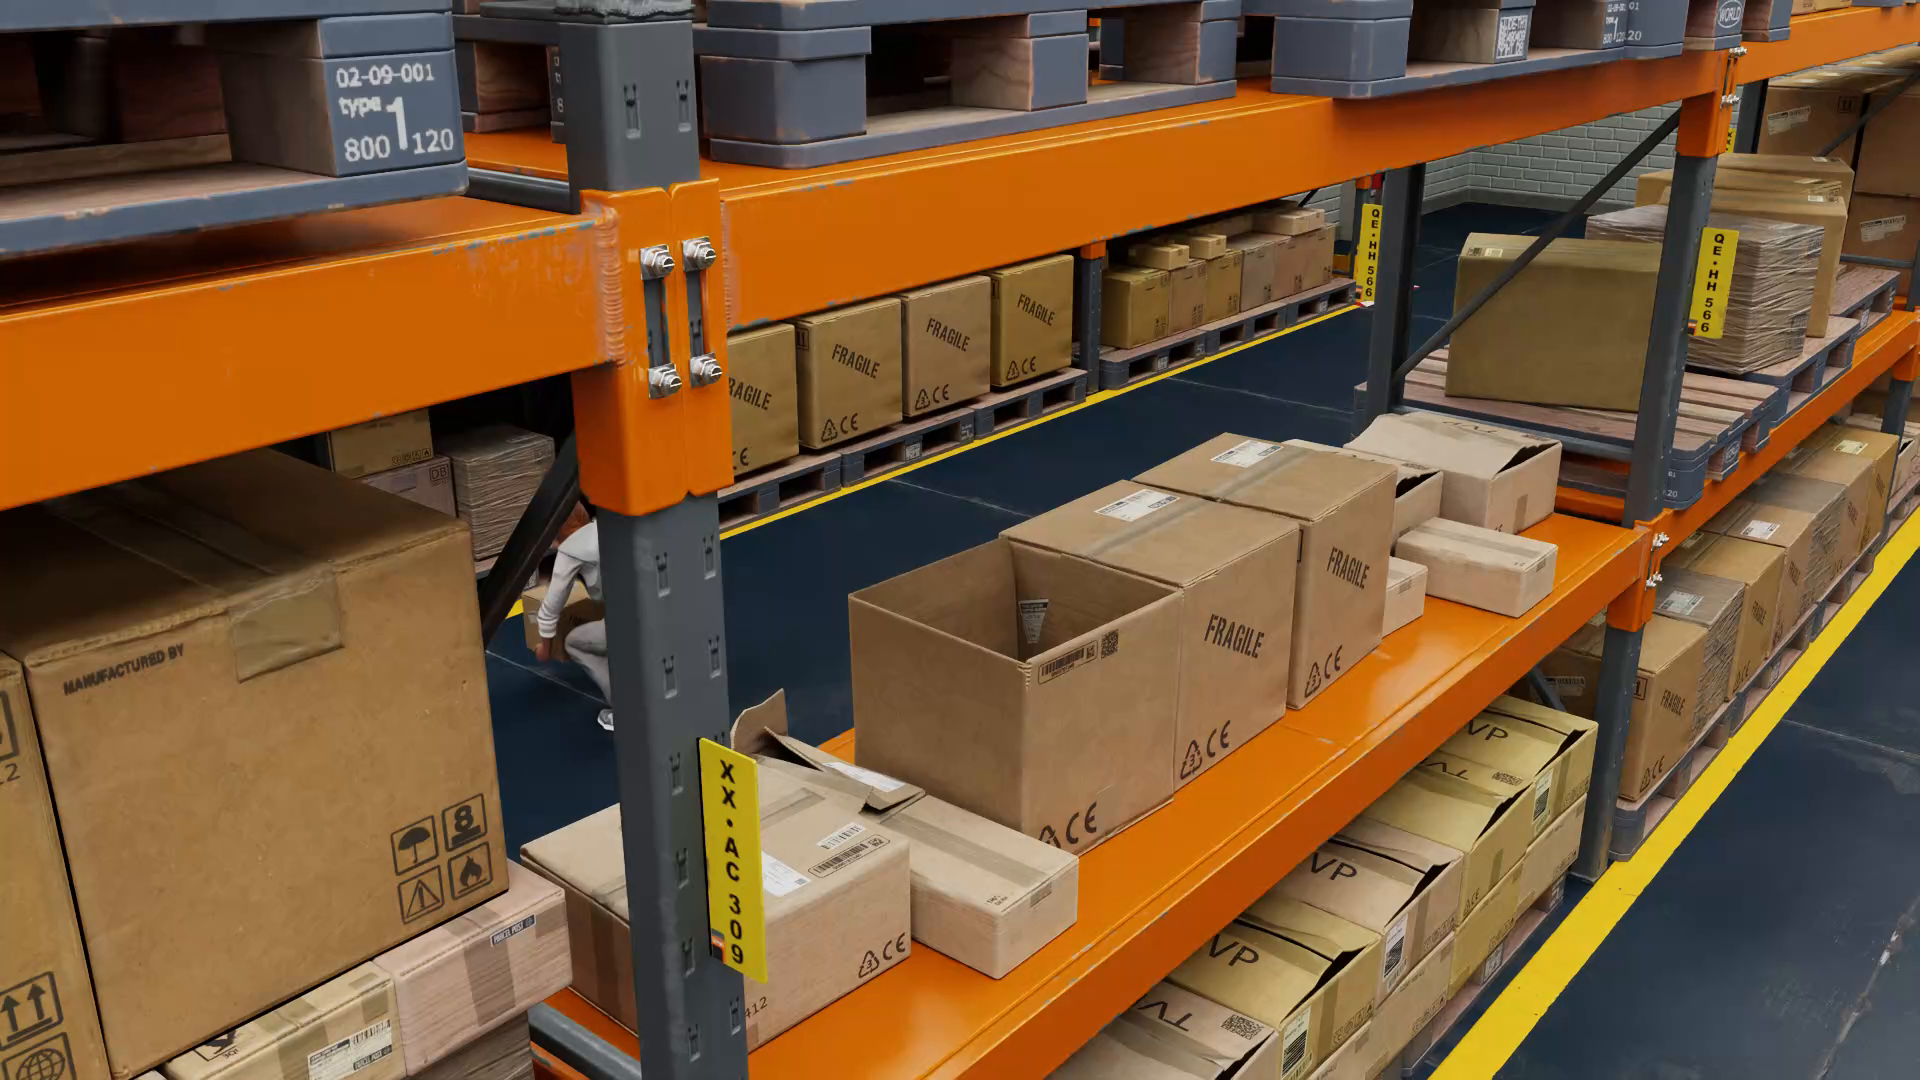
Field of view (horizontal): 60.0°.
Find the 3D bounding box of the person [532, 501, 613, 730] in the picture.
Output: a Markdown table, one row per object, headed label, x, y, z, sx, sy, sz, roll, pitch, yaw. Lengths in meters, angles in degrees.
| label | x | y | z | sx | sy | sz | roll | pitch | yaw |
| --- | --- | --- | --- | --- | --- | --- | --- | --- | --- |
| person | -1.396 | 0.305 | 6.765 | 0.806 | 0.907 | 0.446 | 16 | 26 | 36 |
